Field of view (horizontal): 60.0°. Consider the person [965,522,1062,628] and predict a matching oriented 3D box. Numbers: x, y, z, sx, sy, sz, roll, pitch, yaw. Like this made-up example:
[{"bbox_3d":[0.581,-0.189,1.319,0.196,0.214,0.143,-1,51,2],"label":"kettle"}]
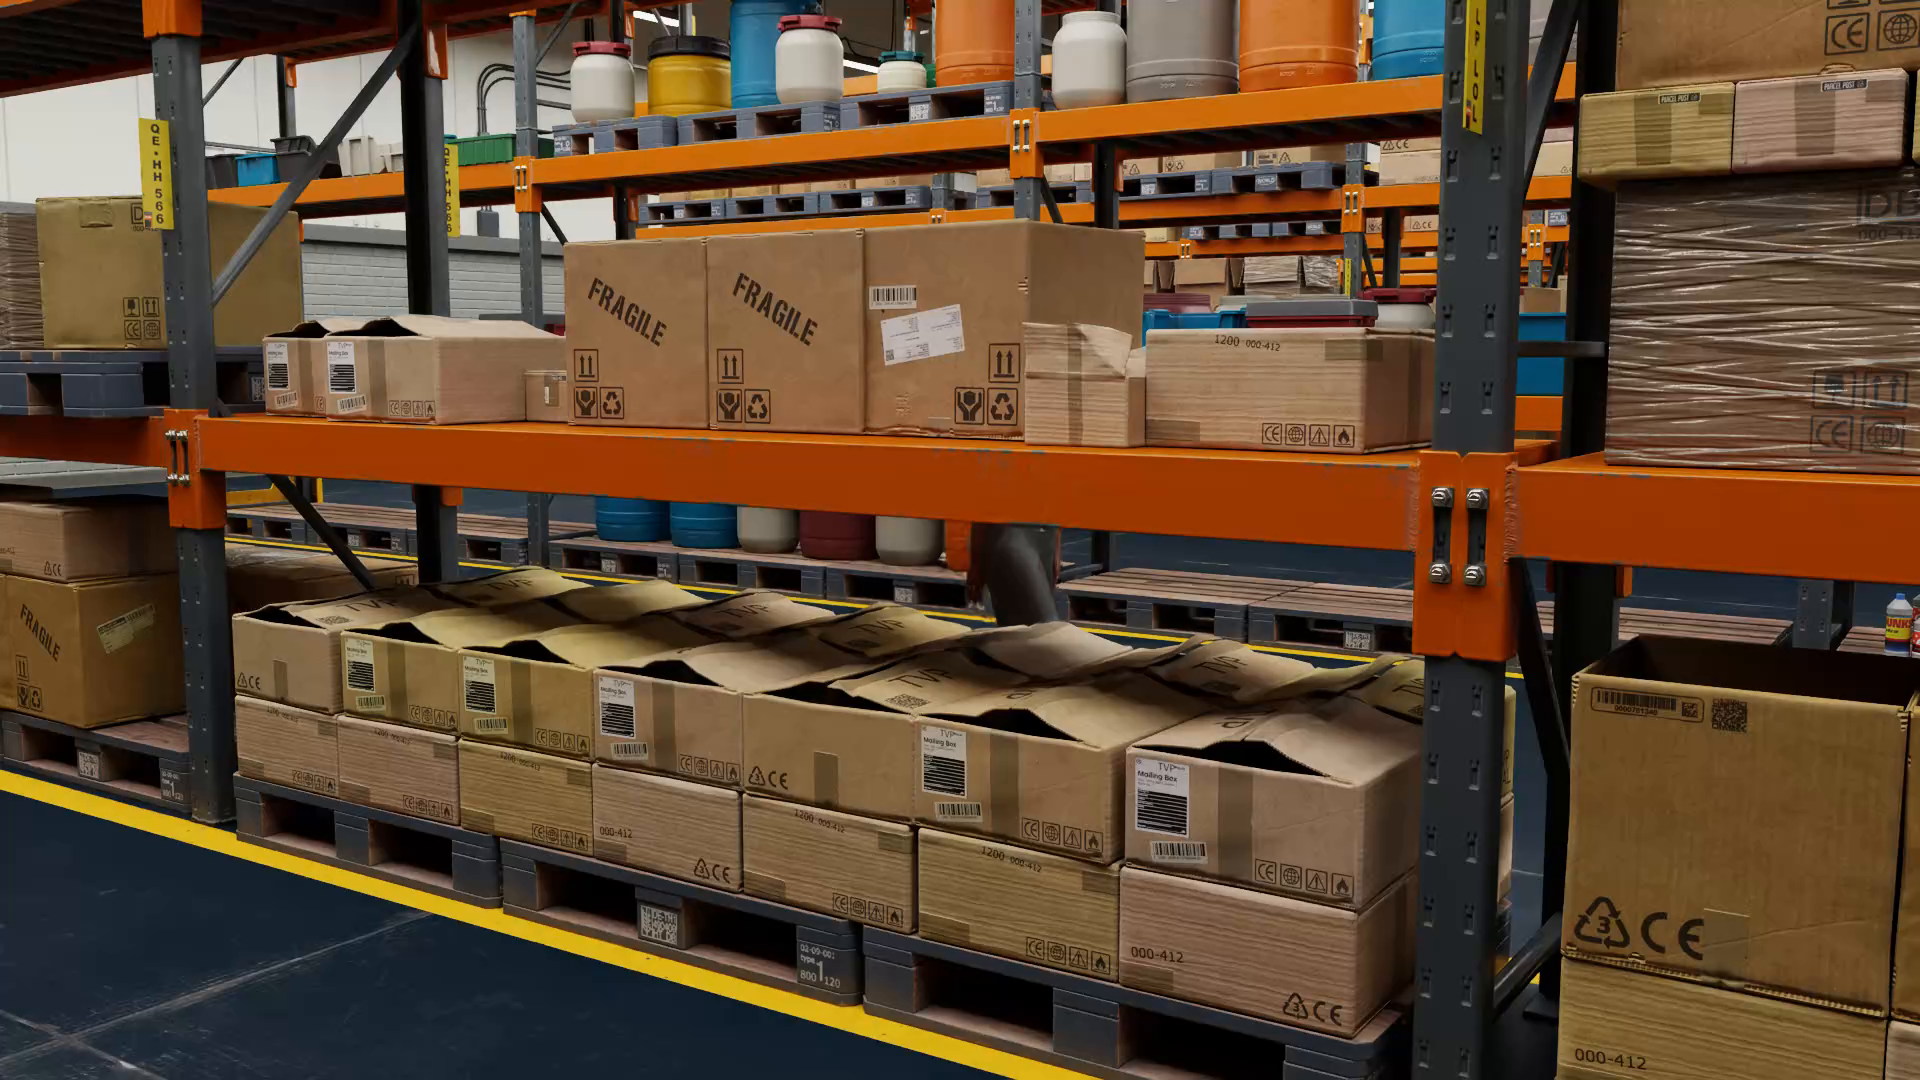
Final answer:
[{"bbox_3d":[0.172,0.024,5.905,0.987,1.606,0.449,5,8,35],"label":"person"}]
